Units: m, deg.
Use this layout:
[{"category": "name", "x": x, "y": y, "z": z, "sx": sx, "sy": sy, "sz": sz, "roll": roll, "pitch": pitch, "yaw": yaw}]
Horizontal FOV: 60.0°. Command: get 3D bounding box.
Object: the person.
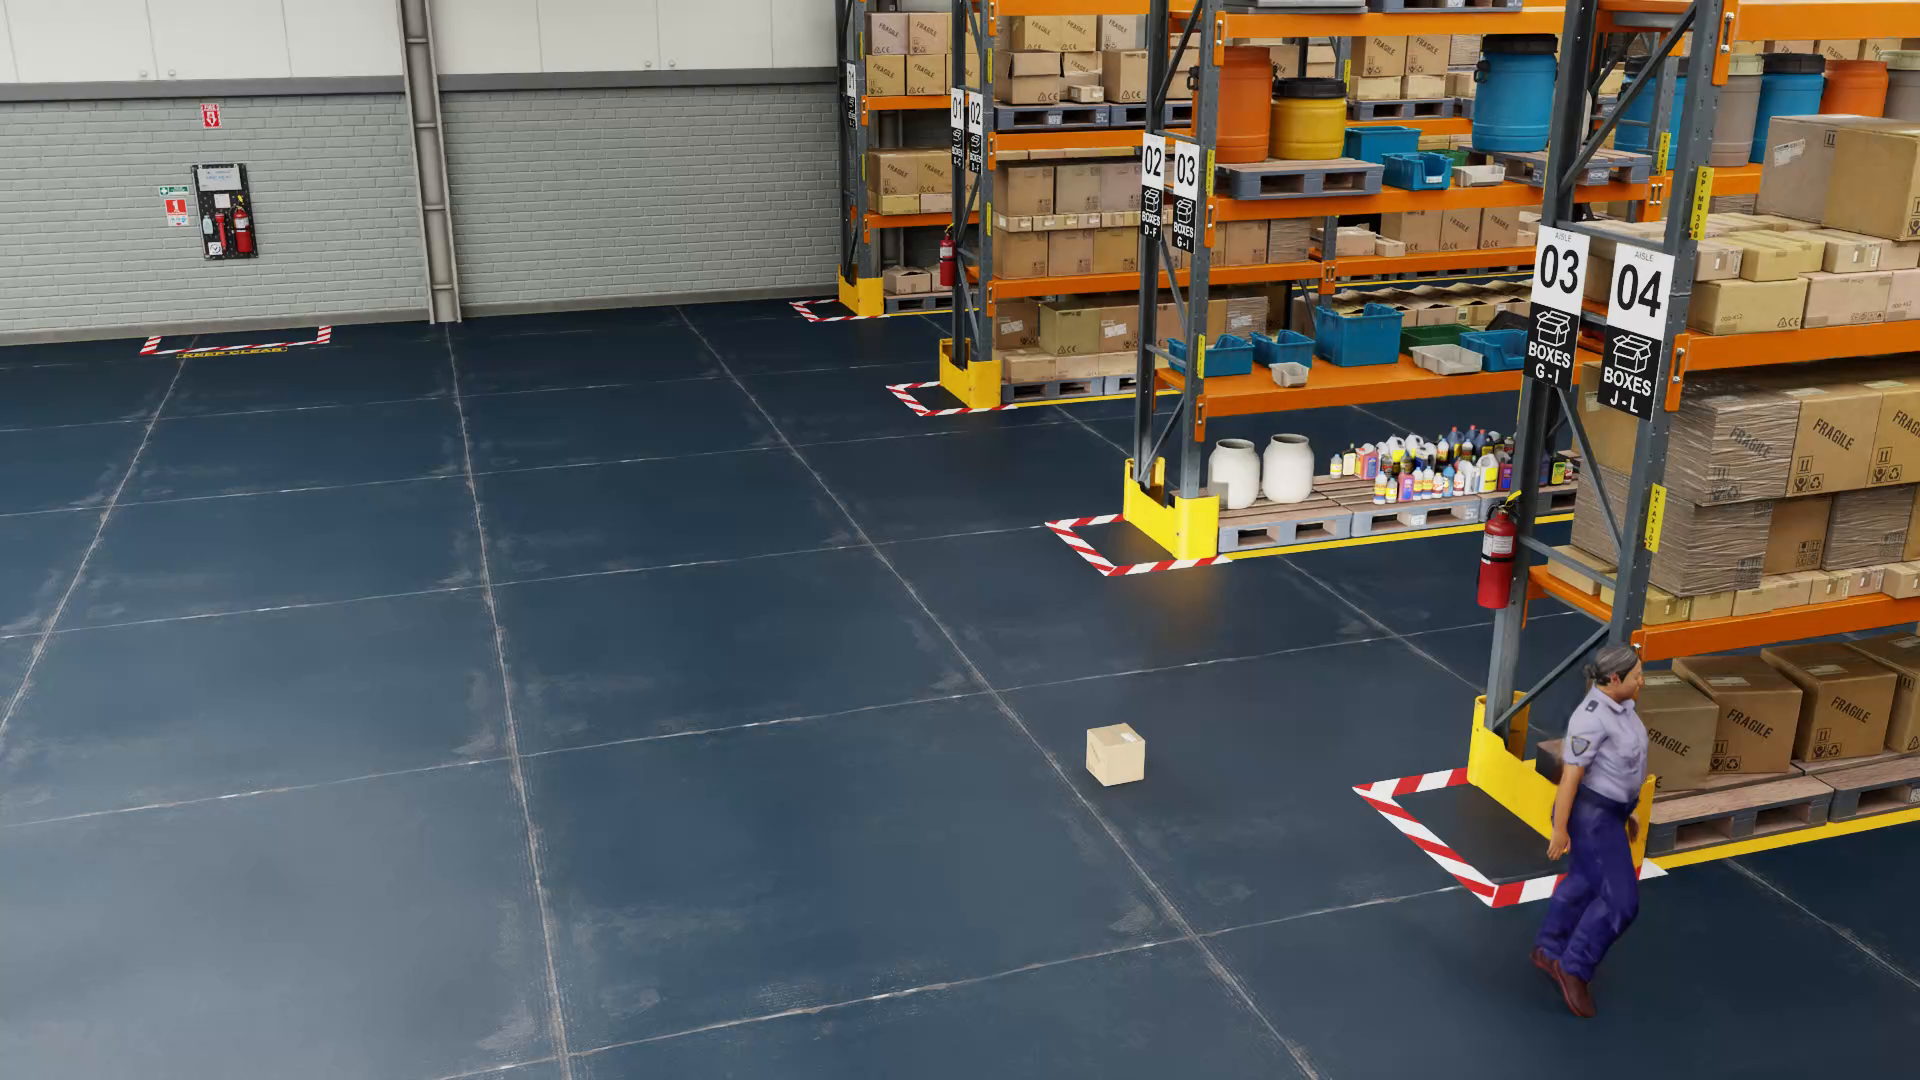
[{"category": "person", "x": 2.881, "y": 1.290, "z": 7.455, "sx": 0.459, "sy": 1.690, "sz": 0.569, "roll": 13, "pitch": 23, "yaw": 34}]
